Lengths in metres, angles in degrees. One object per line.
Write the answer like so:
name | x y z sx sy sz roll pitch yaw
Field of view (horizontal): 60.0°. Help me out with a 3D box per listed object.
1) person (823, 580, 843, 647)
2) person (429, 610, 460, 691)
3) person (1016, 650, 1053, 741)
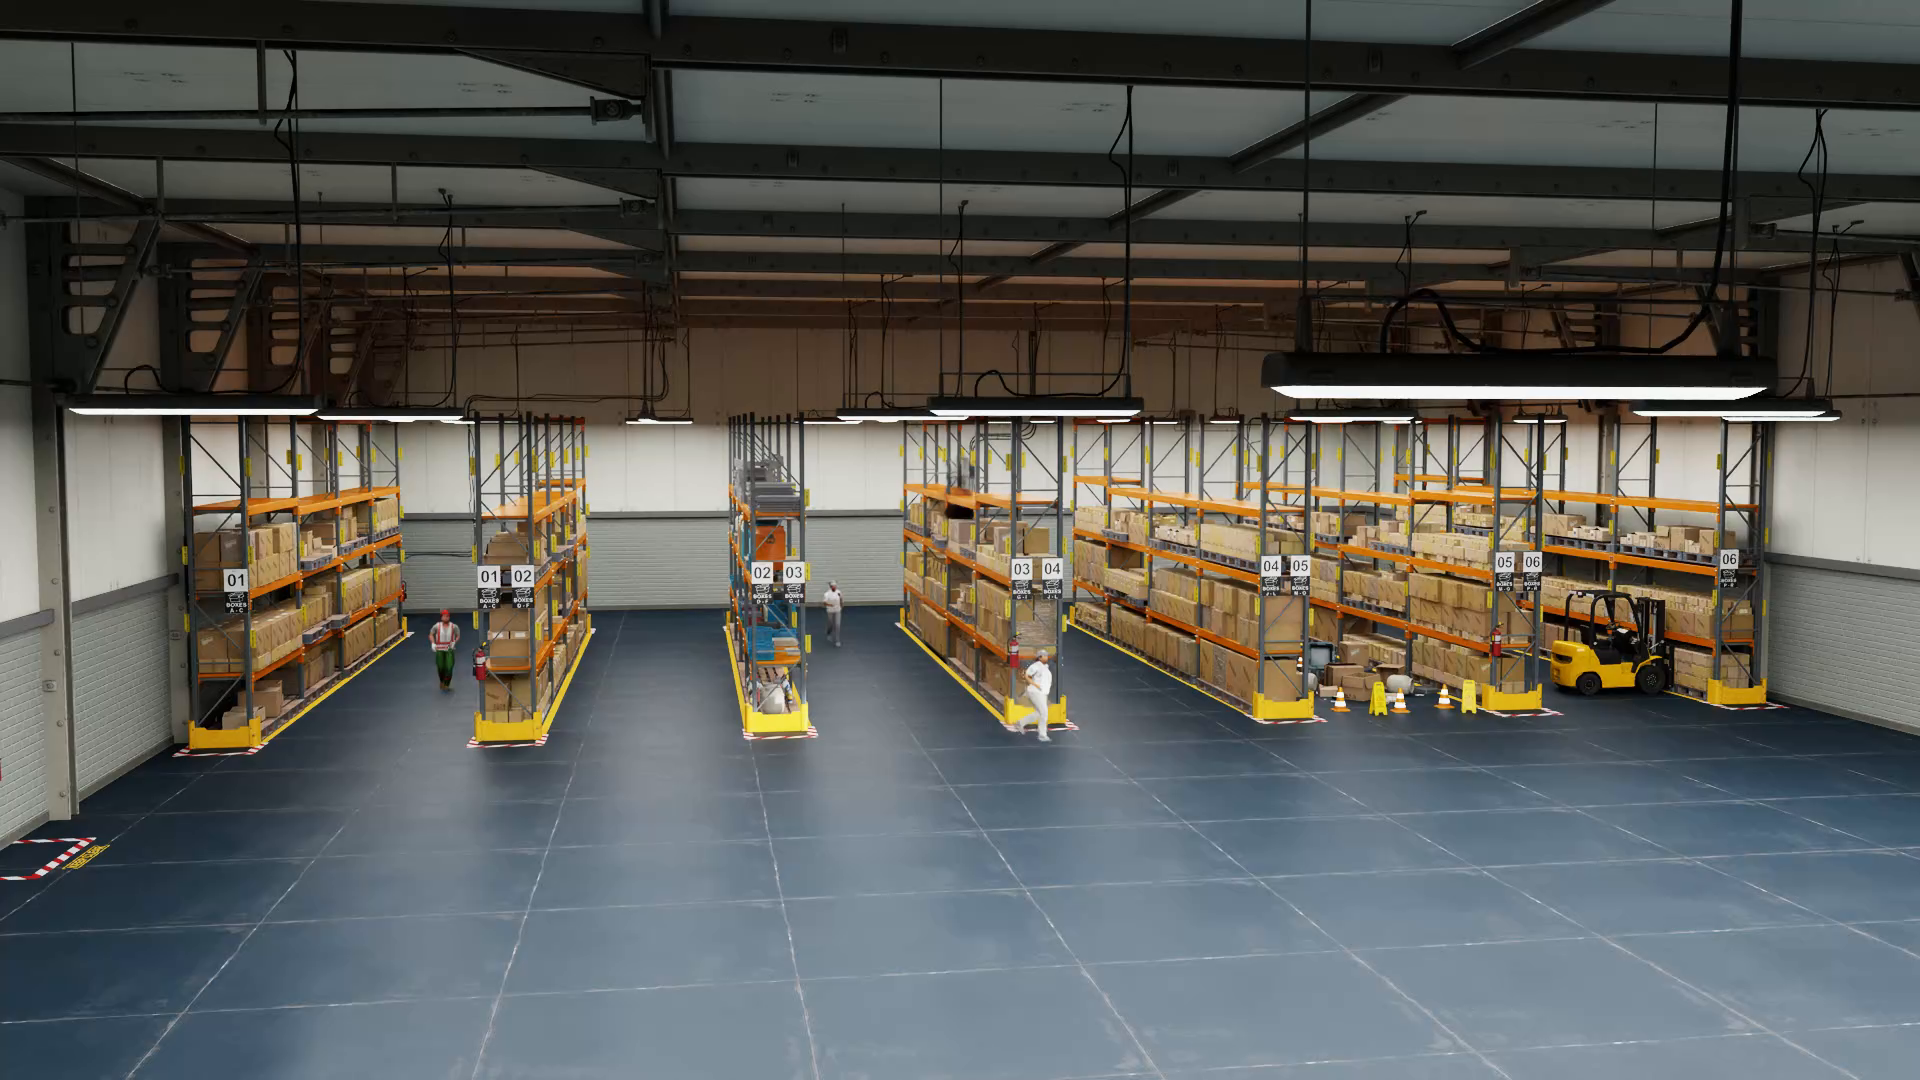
person | -3.323 1.905 43.664 0.579 1.712 0.924 -1 4 -18
person | -11.129 2.398 35.949 0.639 1.756 0.529 -1 4 -19
person | 1.426 2.849 30.657 0.800 1.660 0.647 2 5 31
